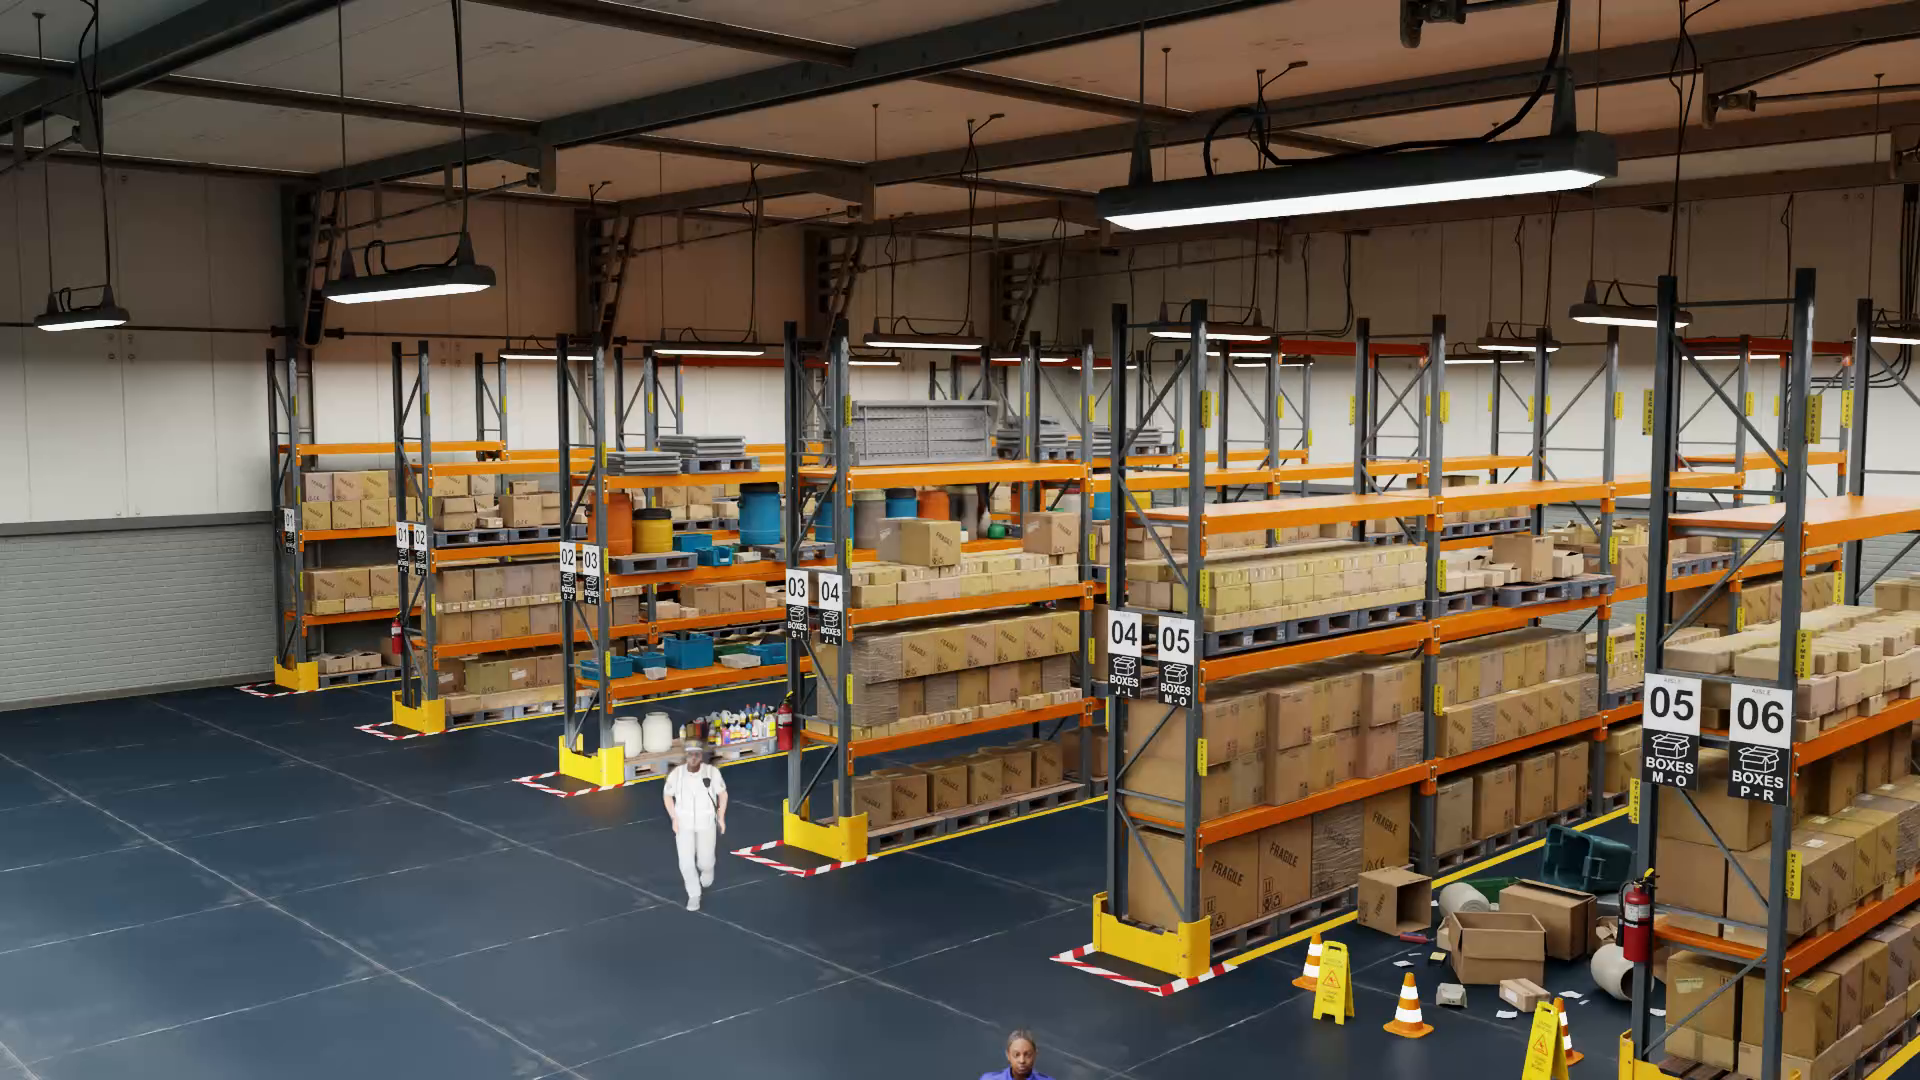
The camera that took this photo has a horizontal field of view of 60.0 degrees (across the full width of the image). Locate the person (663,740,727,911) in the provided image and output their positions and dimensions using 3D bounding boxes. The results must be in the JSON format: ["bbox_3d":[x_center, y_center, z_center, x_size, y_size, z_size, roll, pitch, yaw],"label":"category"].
[{"bbox_3d":[-2.685,2.855,16.887,0.645,1.729,0.608,-1,5,-7],"label":"person"}]

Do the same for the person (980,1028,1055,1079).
[{"bbox_3d":[0.318,3.550,9.244,0.545,1.631,0.664,0,5,-6],"label":"person"}]

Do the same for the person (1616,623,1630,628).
[{"bbox_3d":[10.459,2.112,26.046,0.603,1.646,0.603,-4,6,-36],"label":"person"}]
